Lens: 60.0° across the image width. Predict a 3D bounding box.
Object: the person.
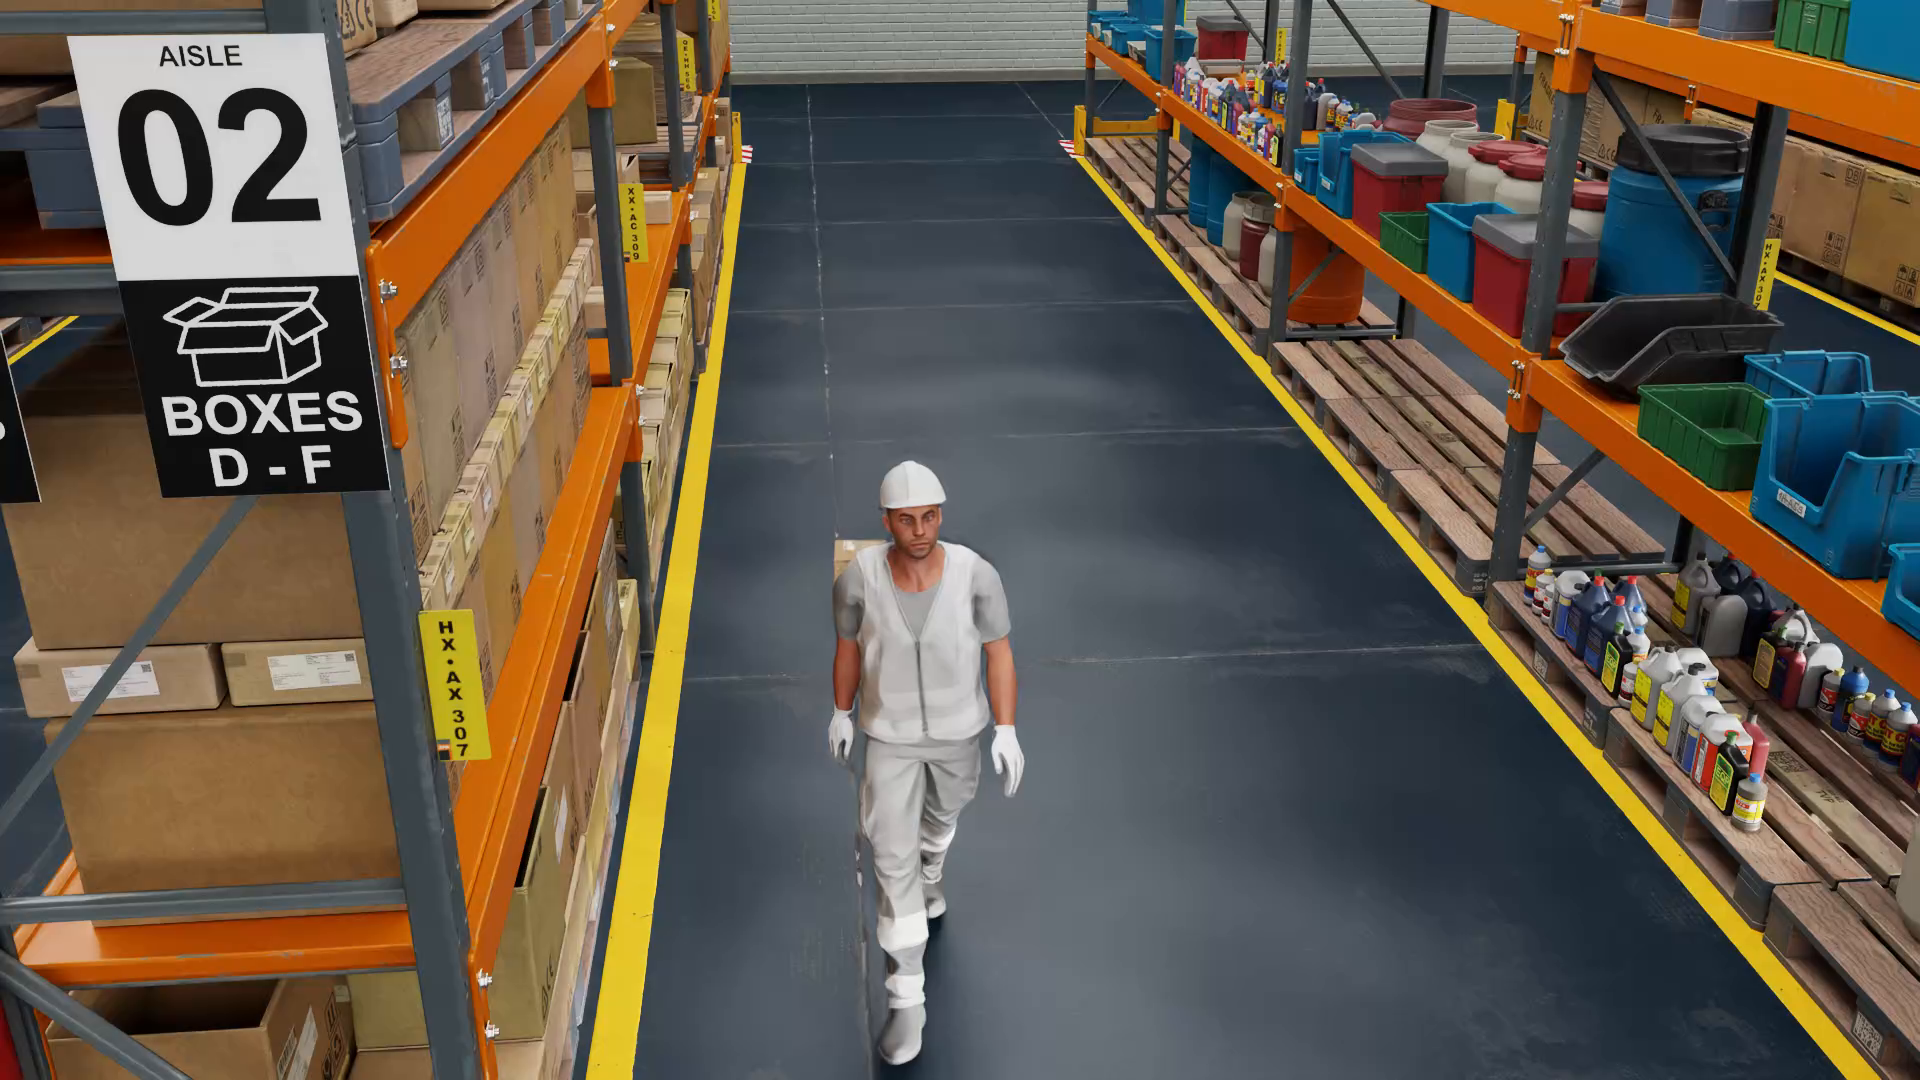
[{"bbox_3d":[-0.108,0.614,5.133,0.587,1.734,1.020,-3,24,-6],"label":"person"}]
